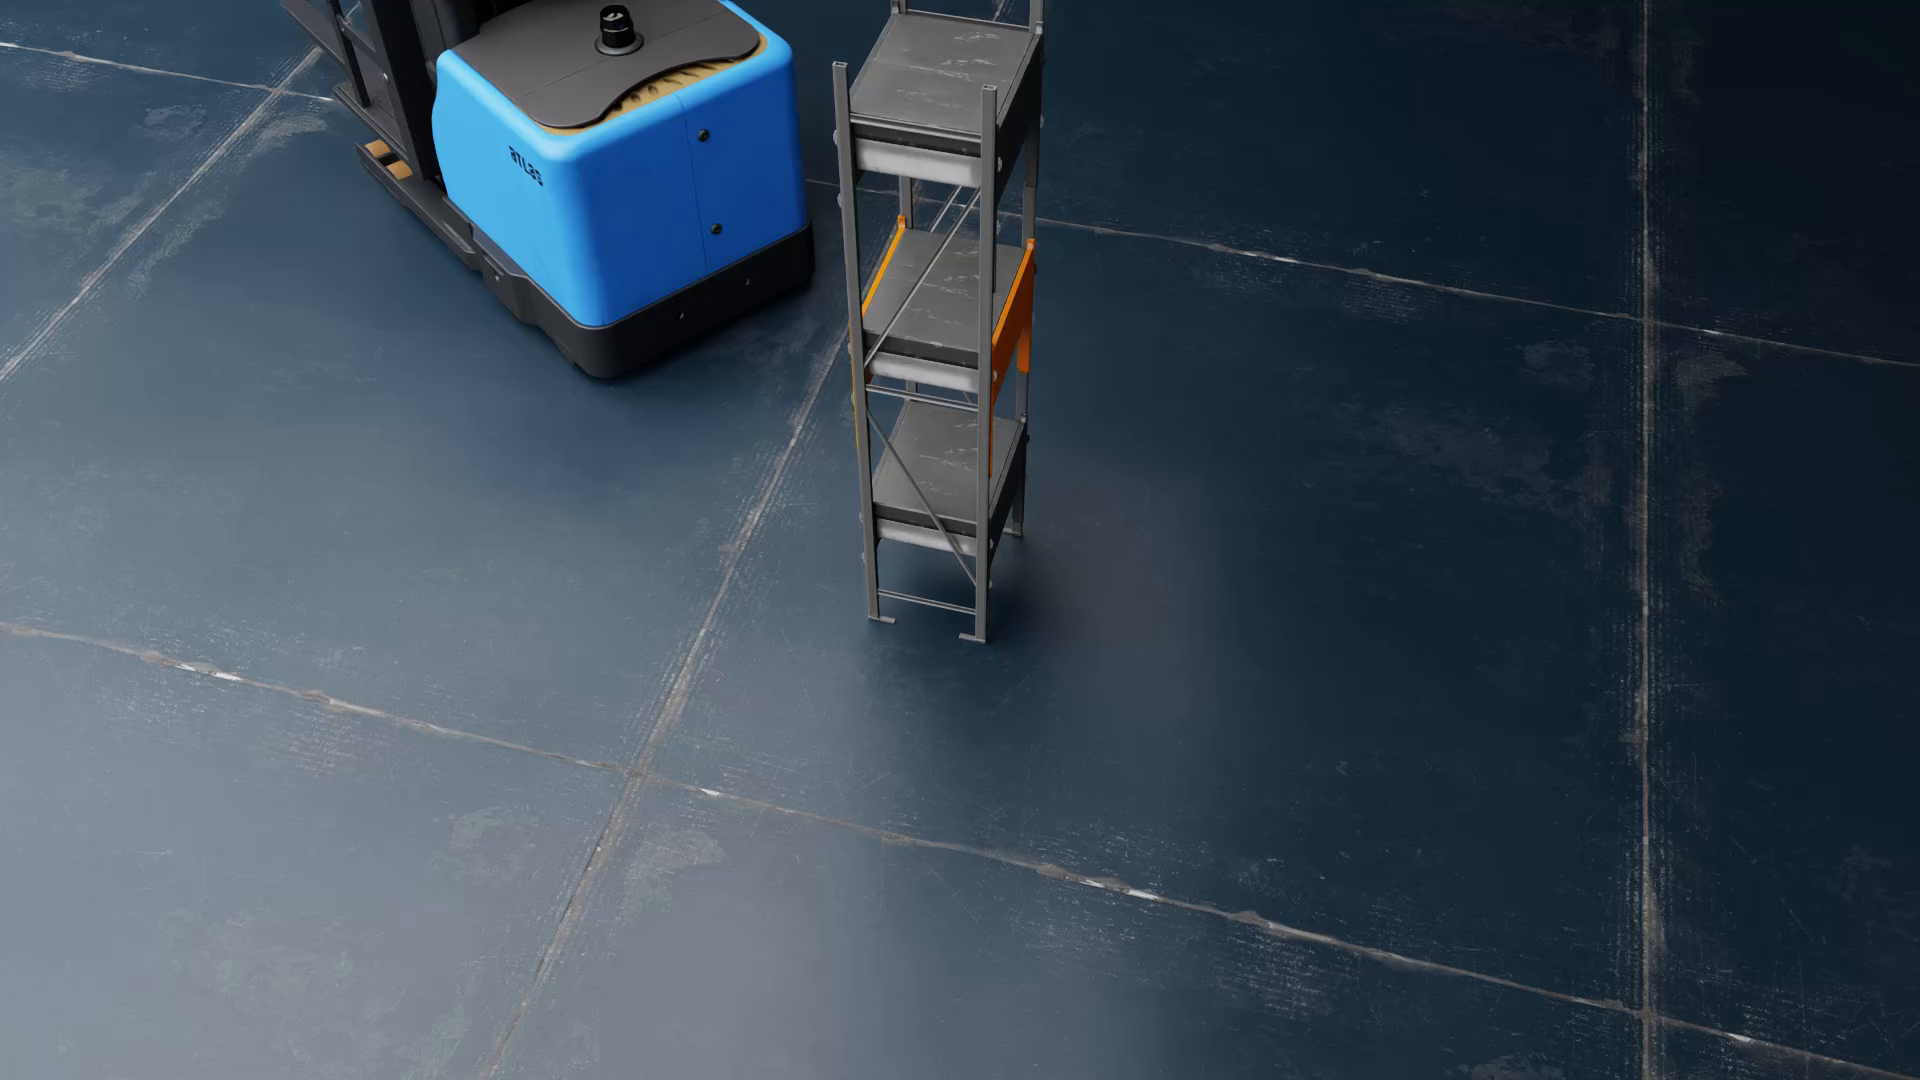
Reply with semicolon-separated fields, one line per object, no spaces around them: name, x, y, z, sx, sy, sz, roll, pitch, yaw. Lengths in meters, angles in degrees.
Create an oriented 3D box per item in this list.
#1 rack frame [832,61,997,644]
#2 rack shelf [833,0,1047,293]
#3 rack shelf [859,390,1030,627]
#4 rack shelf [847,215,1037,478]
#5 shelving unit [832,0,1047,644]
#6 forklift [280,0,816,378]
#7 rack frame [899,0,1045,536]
rack frame;-0.108;-0.399;4.701;0.400;2.100;0.015;12;50;10
rack shelf;-0.044;-1.029;4.342;0.431;0.518;0.480;12;50;10
rack shelf;-0.044;-0.103;5.392;0.431;0.518;0.480;12;50;10
rack shelf;-0.044;-0.566;4.867;0.431;0.518;0.480;12;50;10
shelving unit;-0.044;-0.575;4.857;0.431;2.100;0.503;12;50;10
forklift;-1.906;-2.614;6.102;1.130;2.935;3.031;-32;56;-25
rack frame;0.021;-0.752;5.013;0.400;2.100;0.015;12;50;10
